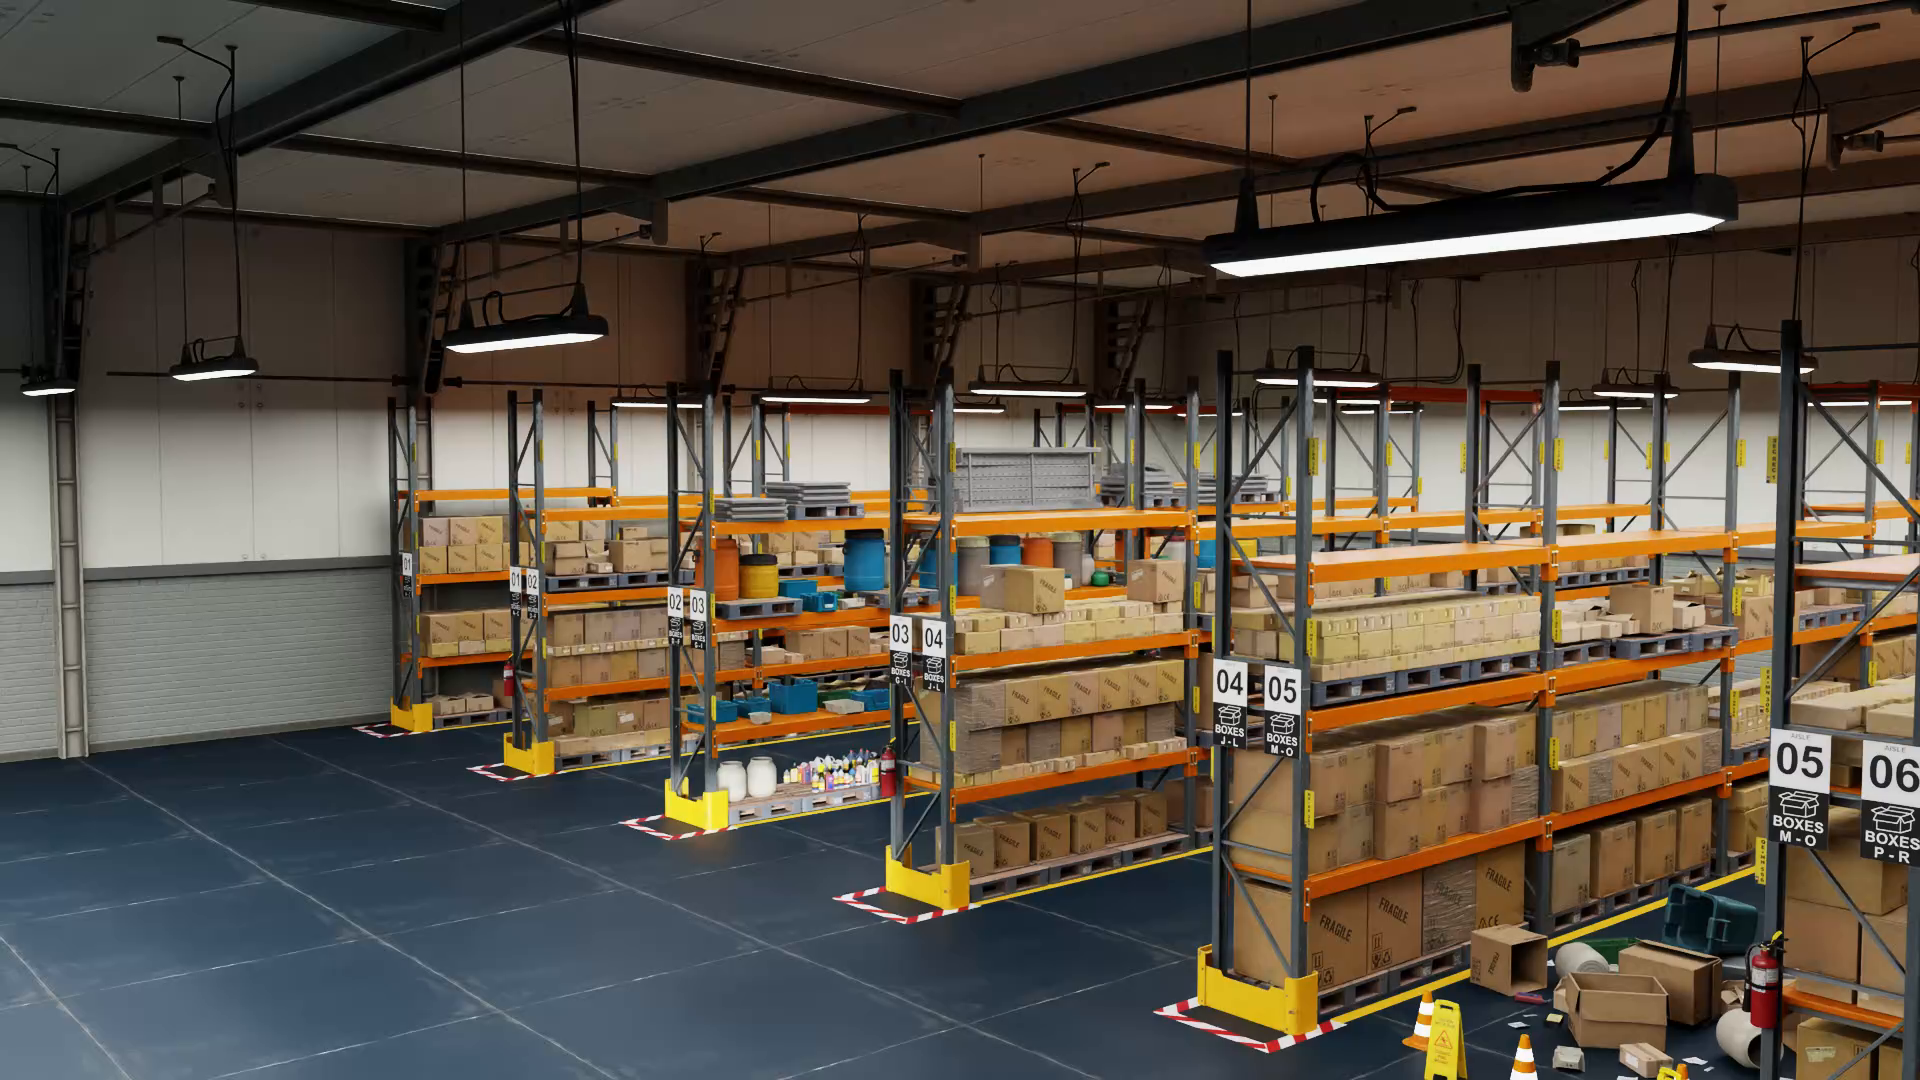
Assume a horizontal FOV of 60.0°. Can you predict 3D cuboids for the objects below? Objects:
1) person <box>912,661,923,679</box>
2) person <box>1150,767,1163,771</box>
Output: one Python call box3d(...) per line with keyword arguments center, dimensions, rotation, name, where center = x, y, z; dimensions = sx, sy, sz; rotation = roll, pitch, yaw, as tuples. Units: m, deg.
box3d(center=(-0.854, 2.313, 34.462), dimensions=(0.506, 1.700, 0.576), rotation=(-3, 4, -40), name="person")
box3d(center=(2.986, 2.733, 26.378), dimensions=(0.474, 1.794, 0.590), rotation=(-2, 4, -28), name="person")
